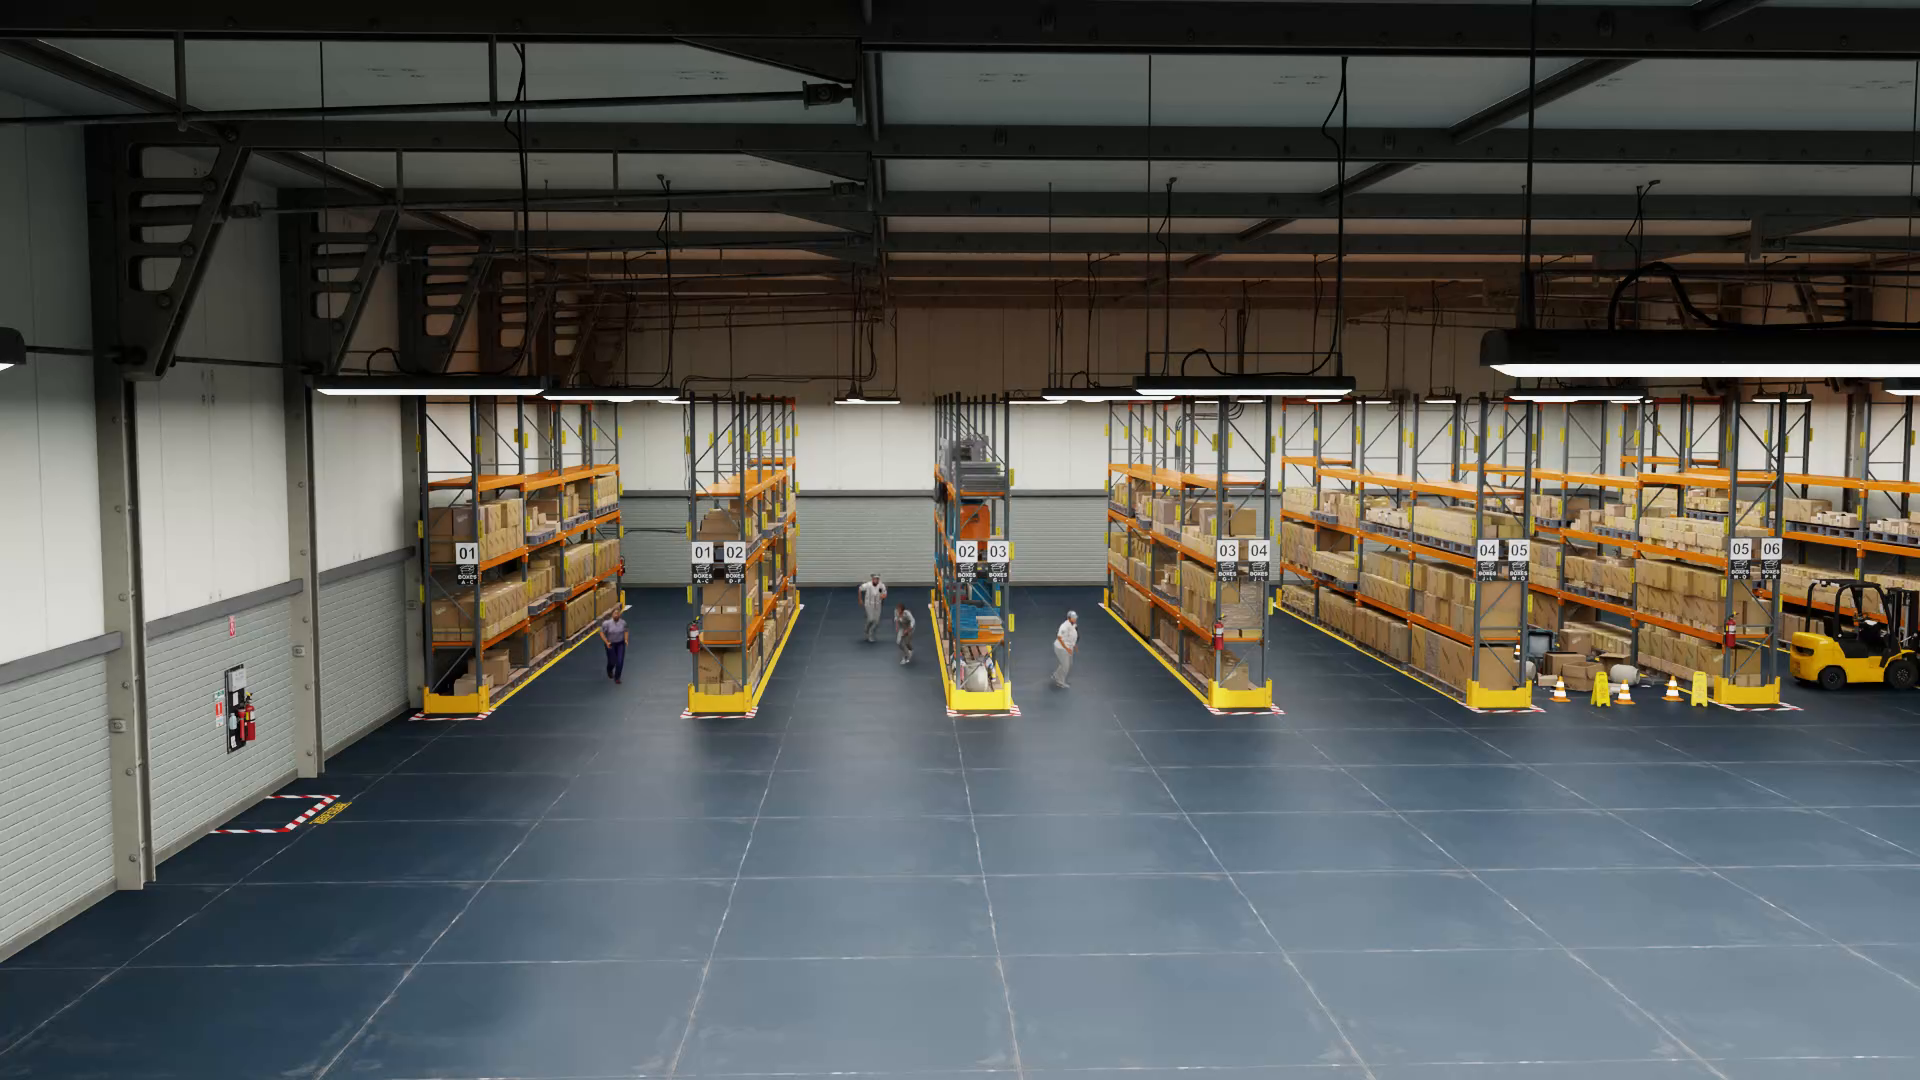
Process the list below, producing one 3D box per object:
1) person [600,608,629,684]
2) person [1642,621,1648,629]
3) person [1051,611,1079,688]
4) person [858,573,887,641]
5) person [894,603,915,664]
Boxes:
[{"bbox_3d":[-7.140,2.195,34.413,0.606,1.560,0.540,-2,5,-23],"label":"person"},{"bbox_3d":[17.344,1.611,41.913,0.539,1.526,0.581,-1,5,-16],"label":"person"},{"bbox_3d":[2.129,2.222,33.940,0.791,1.596,0.611,4,6,38],"label":"person"},{"bbox_3d":[-2.111,1.632,40.590,0.653,1.699,0.737,-2,5,-20],"label":"person"},{"bbox_3d":[-1.193,2.069,37.251,0.534,1.388,1.033,2,5,20],"label":"person"}]
